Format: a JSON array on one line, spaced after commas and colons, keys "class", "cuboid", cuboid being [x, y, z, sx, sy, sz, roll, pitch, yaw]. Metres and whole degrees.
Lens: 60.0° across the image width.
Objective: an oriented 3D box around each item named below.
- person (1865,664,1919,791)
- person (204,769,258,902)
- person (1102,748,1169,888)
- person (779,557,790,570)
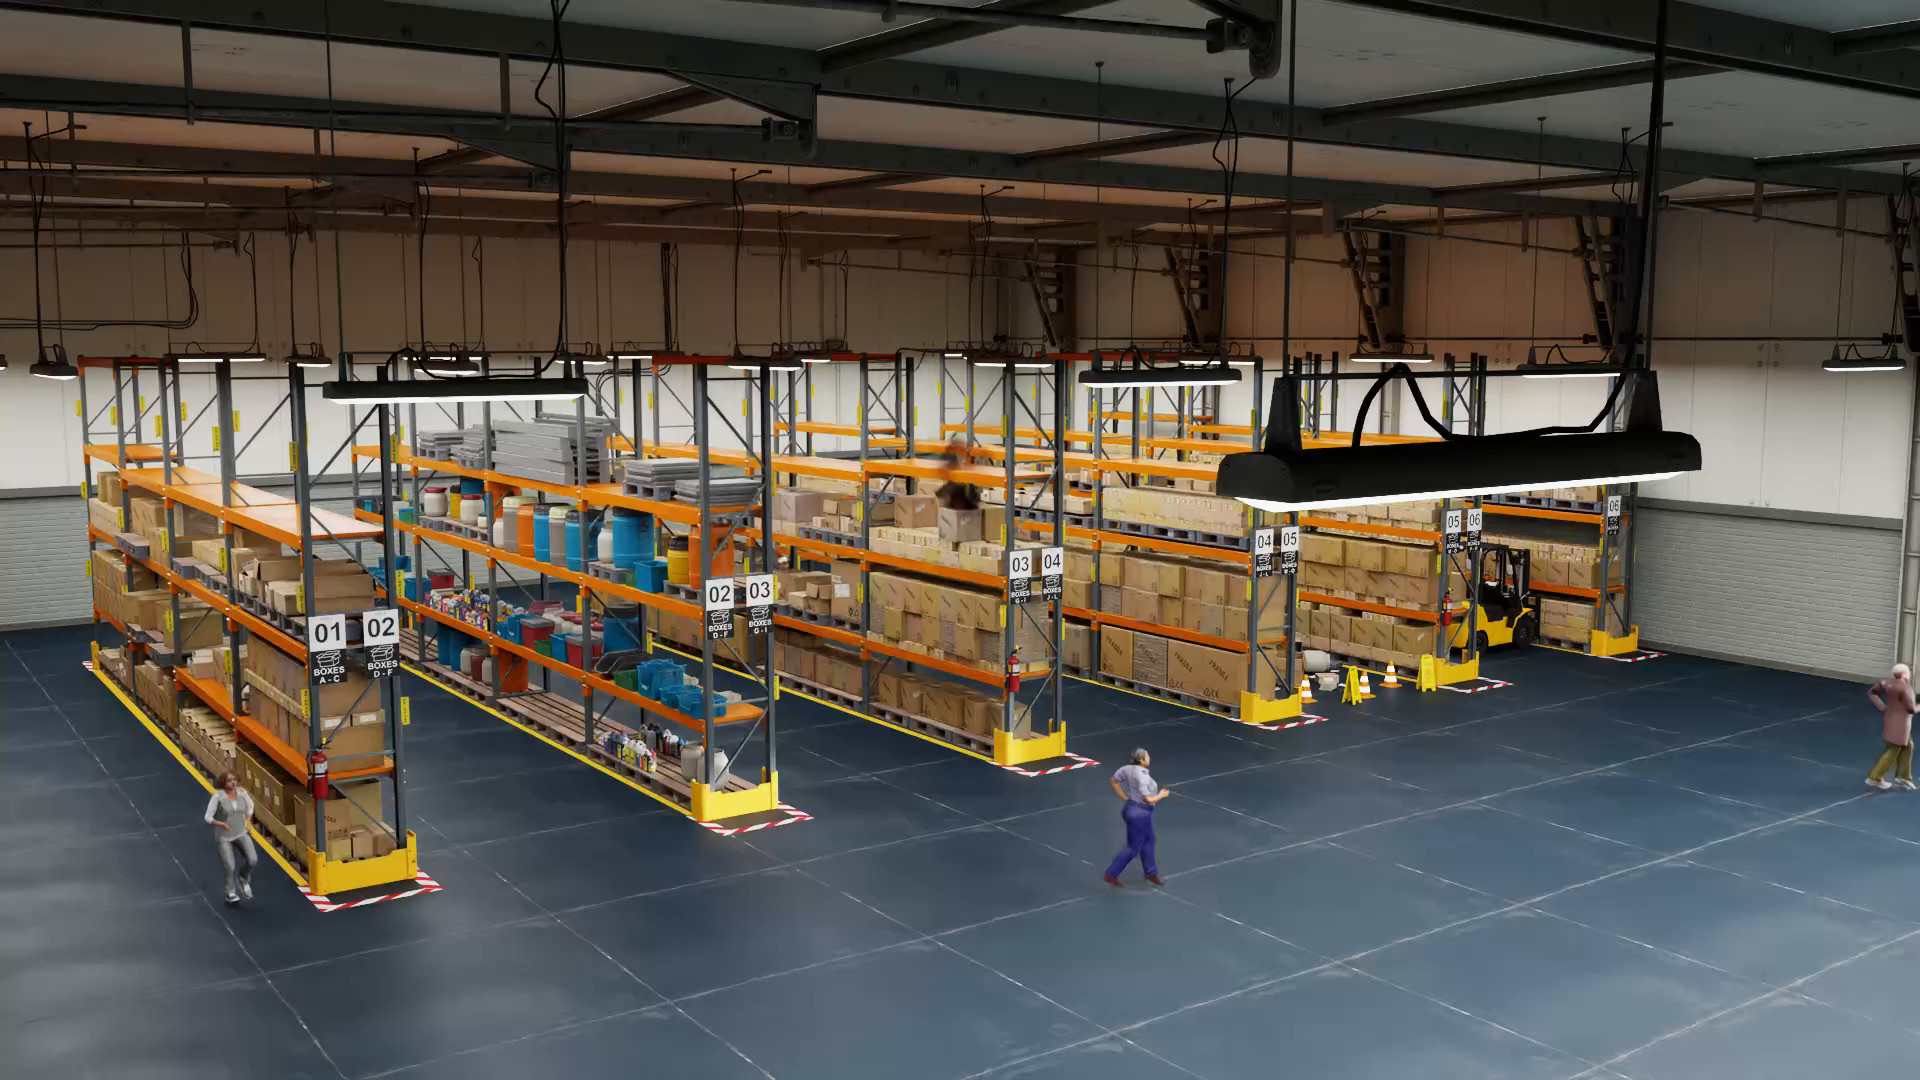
[{"class": "person", "cuboid": [13.079, 2.635, 23.228, 0.818, 1.834, 0.698, 0, 7, 2]}, {"class": "person", "cuboid": [-8.093, 3.311, 18.522, 0.576, 1.542, 0.613, -6, 9, -42]}, {"class": "person", "cuboid": [2.016, 3.256, 19.079, 0.816, 1.620, 0.593, -2, 7, -13]}, {"class": "person", "cuboid": [-3.642, 1.224, 34.793, 0.639, 1.741, 0.645, -7, 10, -44]}]
